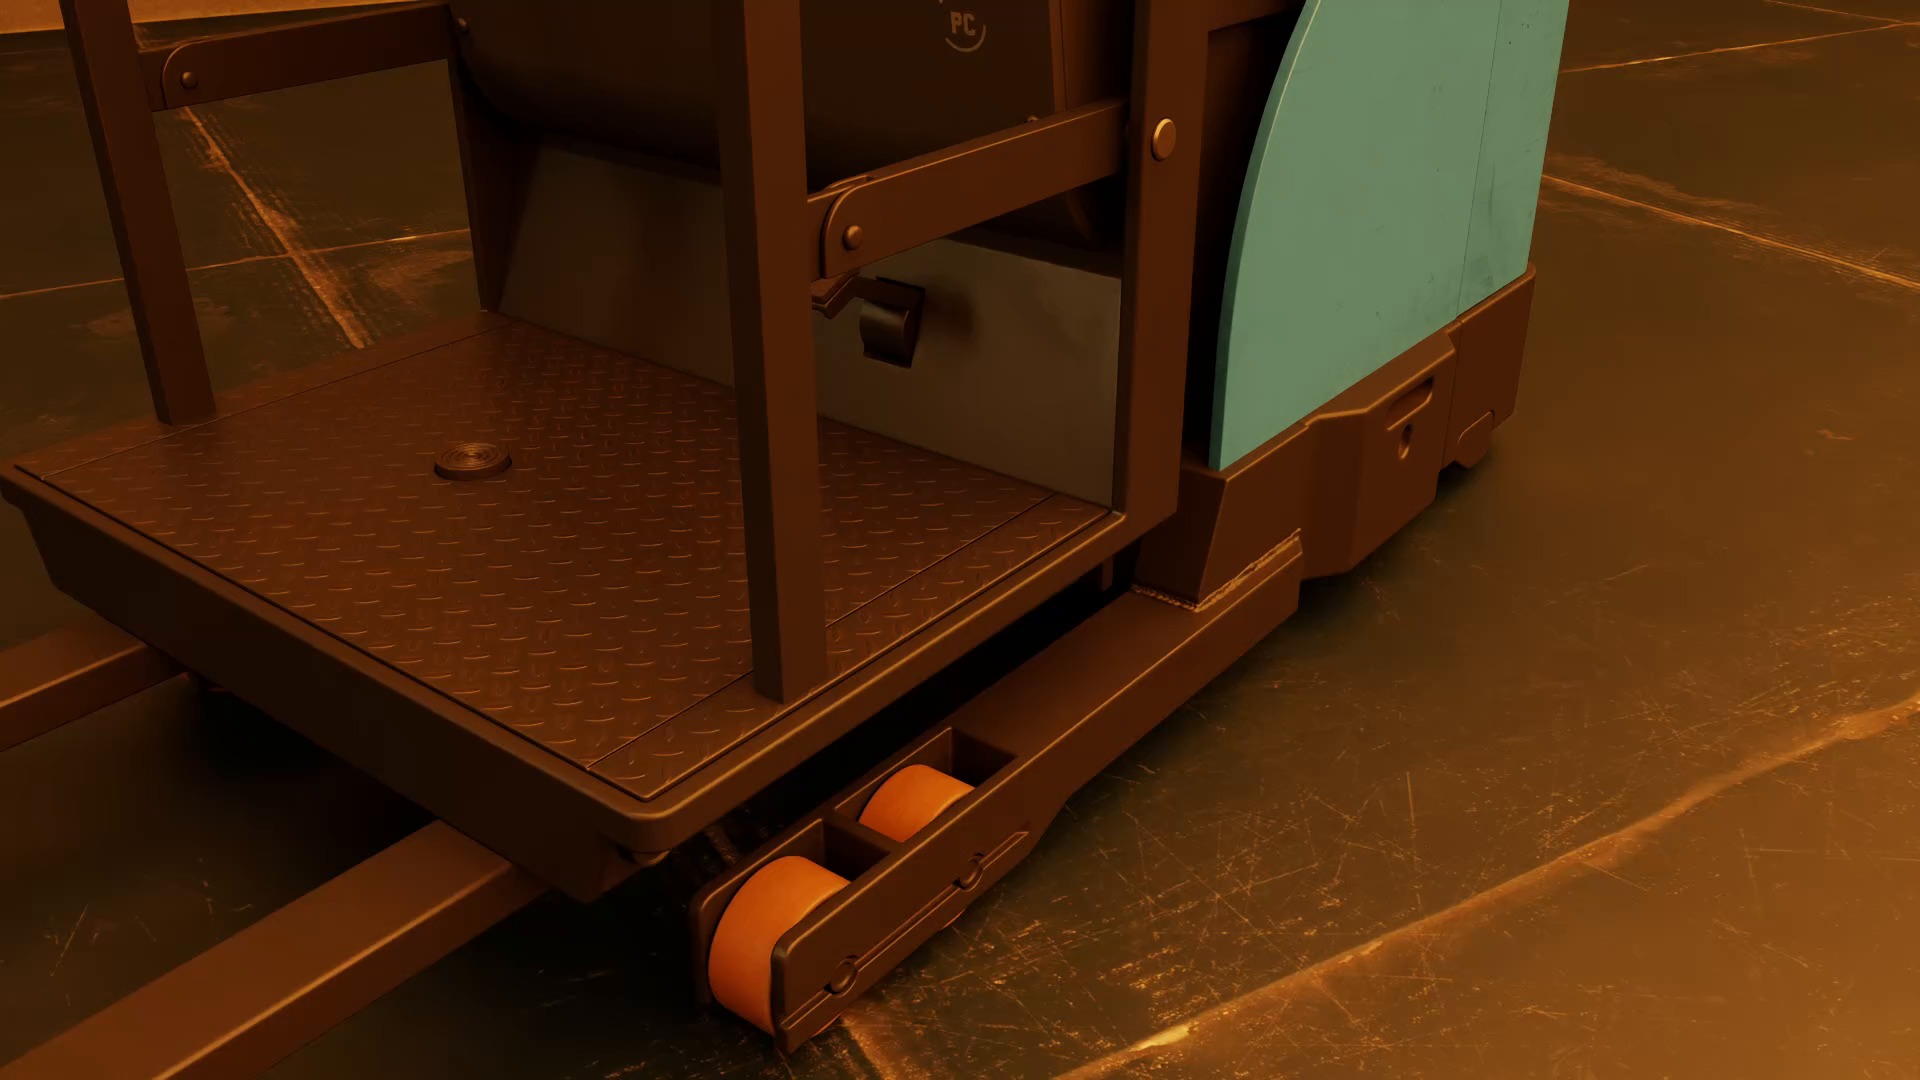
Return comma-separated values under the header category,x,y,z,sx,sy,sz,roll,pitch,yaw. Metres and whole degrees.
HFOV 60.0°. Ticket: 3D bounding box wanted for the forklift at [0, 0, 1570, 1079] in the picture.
category,x,y,z,sx,sy,sz,roll,pitch,yaw
forklift,-0.375,-1.090,1.409,1.130,2.935,3.031,19,33,33
